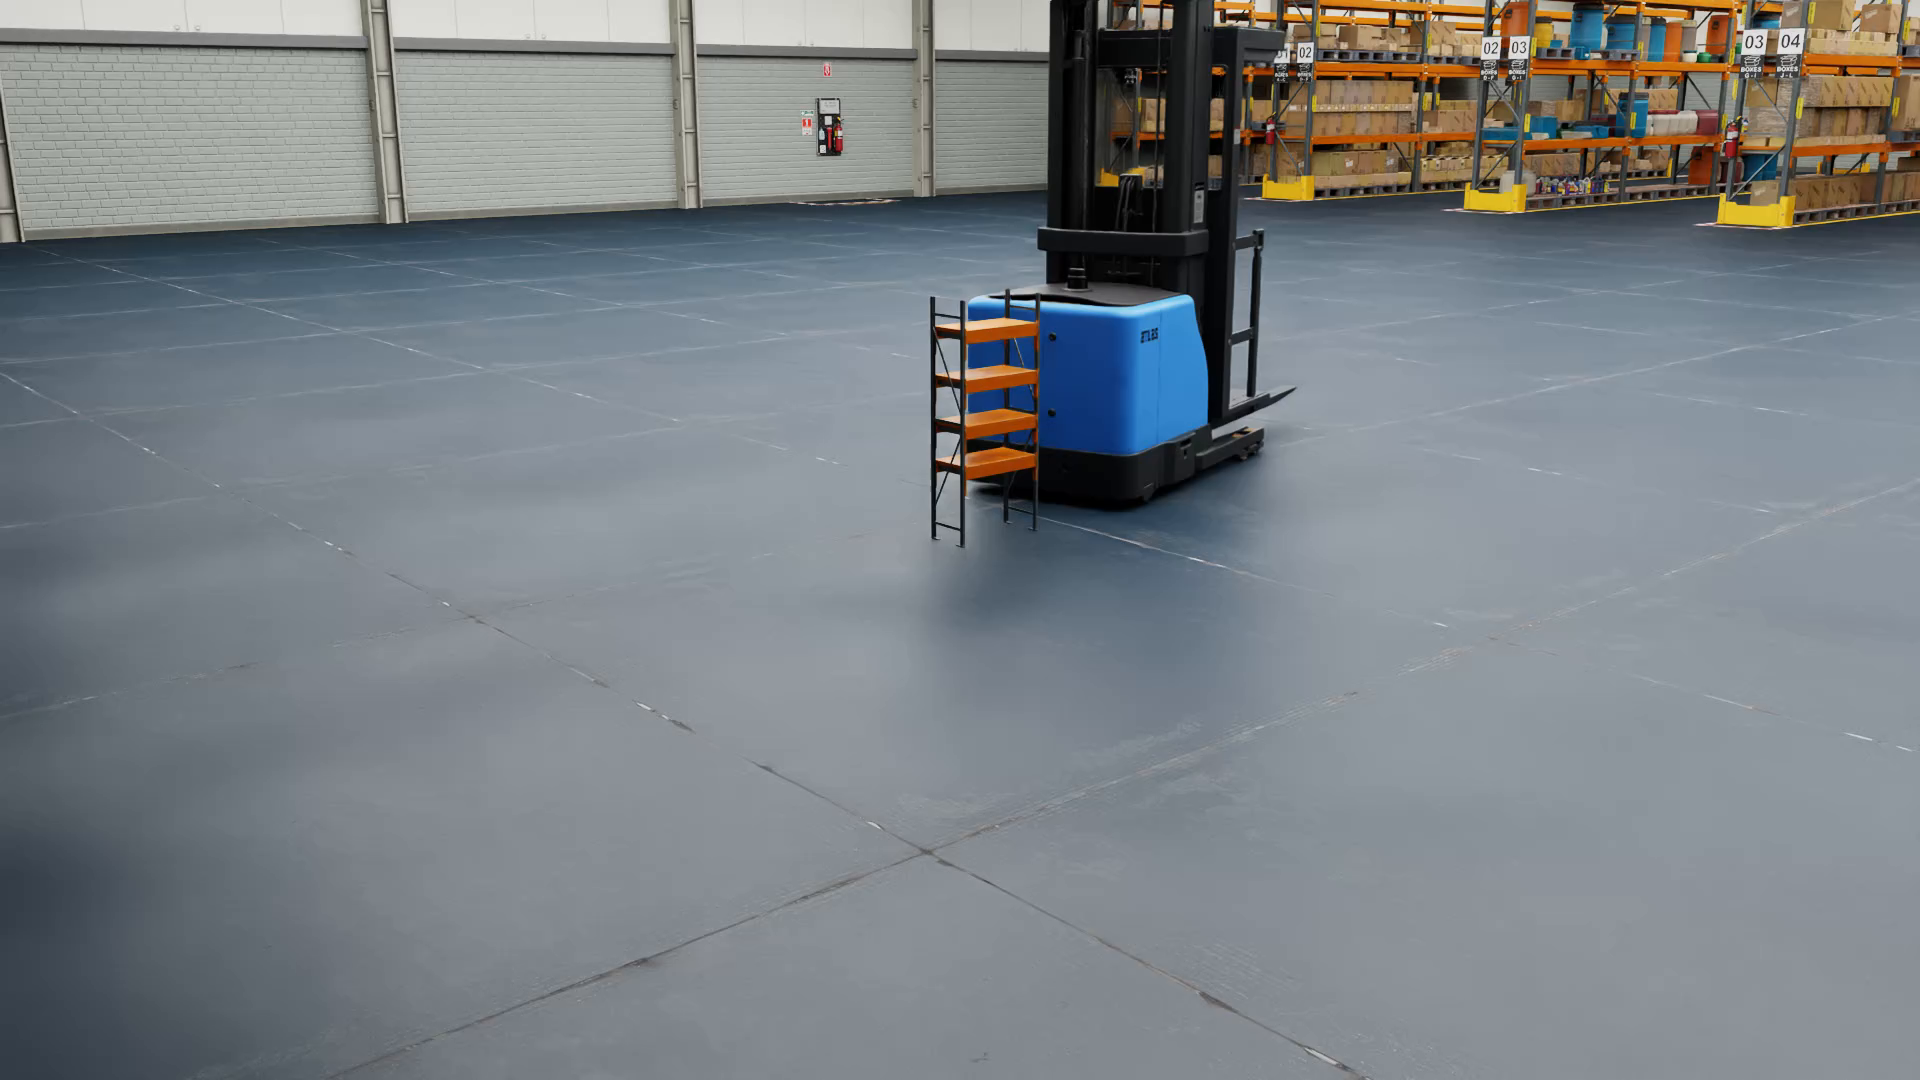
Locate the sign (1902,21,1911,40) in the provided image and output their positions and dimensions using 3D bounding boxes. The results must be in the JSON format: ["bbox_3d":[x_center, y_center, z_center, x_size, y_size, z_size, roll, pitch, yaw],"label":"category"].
[{"bbox_3d":[16.916,-9.108,29.723,0.005,0.325,0.100,-13,19,-39],"label":"sign"}]

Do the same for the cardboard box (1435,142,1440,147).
[{"bbox_3d":[13.821,-11.326,47.612,0.250,0.149,0.380,-13,20,-41],"label":"cardboard box"}]

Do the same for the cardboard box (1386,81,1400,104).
[{"bbox_3d":[9.343,-9.956,37.002,0.500,0.500,0.700,-13,20,-39],"label":"cardboard box"}]

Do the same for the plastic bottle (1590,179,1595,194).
[{"bbox_3d":[12.766,-7.145,33.597,0.133,0.283,0.061,-11,19,-36],"label":"plastic bottle"}]

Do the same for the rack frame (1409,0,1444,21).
[{"bbox_3d":[12.834,-14.660,45.697,0.127,3.000,1.000,-13,19,-39],"label":"rack frame"}]

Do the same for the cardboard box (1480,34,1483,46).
[{"bbox_3d":[14.706,-14.080,47.167,0.500,0.500,0.500,-14,20,-42],"label":"cardboard box"}]

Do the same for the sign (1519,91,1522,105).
[{"bbox_3d":[13.438,-10.573,39.775,0.005,0.325,0.100,-13,19,-39],"label":"sign"}]

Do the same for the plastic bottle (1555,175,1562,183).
[{"bbox_3d":[12.279,-7.323,34.133,0.185,0.351,0.144,-14,20,-42],"label":"plastic bottle"}]

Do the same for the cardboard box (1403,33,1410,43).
[{"bbox_3d":[12.084,-13.711,45.455,0.500,0.250,0.500,-11,18,-35],"label":"cardboard box"}]

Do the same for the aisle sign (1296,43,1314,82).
[{"bbox_3d":[7.188,-9.951,34.653,0.004,0.787,0.394,-13,19,-39],"label":"aisle sign"}]

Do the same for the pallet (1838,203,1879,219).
[{"bbox_3d":[16.071,-6.046,30.476,1.213,0.211,1.003,-13,19,-39],"label":"pallet"}]

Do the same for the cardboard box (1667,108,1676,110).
[{"bbox_3d":[18.947,-11.395,44.905,0.500,0.500,0.500,-12,19,-38],"label":"cardboard box"}]

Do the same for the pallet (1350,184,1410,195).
[{"bbox_3d":[9.427,-7.969,37.676,1.213,0.211,1.003,-13,19,-39],"label":"pallet"}]

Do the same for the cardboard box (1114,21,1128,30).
[{"bbox_3d":[3.936,-11.843,38.793,0.500,0.500,0.500,-12,19,-37],"label":"cardboard box"}]

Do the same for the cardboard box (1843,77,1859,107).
[{"bbox_3d":[15.262,-7.806,28.952,0.500,0.500,0.500,-13,19,-39],"label":"cardboard box"}]

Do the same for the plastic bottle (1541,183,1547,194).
[{"bbox_3d":[11.792,-7.097,33.578,0.097,0.201,0.097,0,15,0],"label":"plastic bottle"}]

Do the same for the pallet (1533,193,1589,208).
[{"bbox_3d":[11.848,-6.817,33.364,1.213,0.211,1.003,-13,19,-39],"label":"pallet"}]

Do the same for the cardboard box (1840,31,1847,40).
[{"bbox_3d":[14.900,-8.621,28.418,0.250,0.149,0.380,-14,20,-42],"label":"cardboard box"}]

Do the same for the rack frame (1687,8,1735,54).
[{"bbox_3d":[16.320,-12.054,35.940,0.127,3.000,1.000,-13,19,-39],"label":"rack frame"}]

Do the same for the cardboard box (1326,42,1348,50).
[{"bbox_3d":[8.040,-10.529,35.444,0.250,0.149,0.380,-13,19,-39],"label":"cardboard box"}]

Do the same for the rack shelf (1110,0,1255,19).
[{"bbox_3d":[5.291,-12.617,39.448,4.000,0.370,1.077,-13,19,-39],"label":"rack shelf"}]

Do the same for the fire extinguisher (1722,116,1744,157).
[{"bbox_3d":[13.148,-6.869,28.304,0.183,0.674,0.296,-13,19,-39],"label":"fire extinguisher"}]

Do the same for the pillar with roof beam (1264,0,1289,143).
[{"bbox_3d":[11.094,-13.093,39.829,0.400,9.000,9.100,-13,19,-39],"label":"pillar with roof beam"}]

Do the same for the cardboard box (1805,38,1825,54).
[{"bbox_3d":[14.070,-8.244,27.780,0.500,0.250,0.500,-12,19,-38],"label":"cardboard box"}]

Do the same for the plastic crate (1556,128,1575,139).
[{"bbox_3d":[12.093,-8.201,33.549,0.662,0.188,0.450,-13,19,-39],"label":"plastic crate"}]

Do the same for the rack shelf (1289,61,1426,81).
[{"bbox_3d":[8.545,-10.206,36.227,4.000,0.370,1.077,-13,19,-39],"label":"rack shelf"}]

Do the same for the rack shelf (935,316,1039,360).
[{"bbox_3d":[0.125,-0.987,8.099,0.480,0.148,0.258,-13,19,-39],"label":"rack shelf"}]

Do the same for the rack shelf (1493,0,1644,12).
[{"bbox_3d":[11.794,-10.497,32.279,4.000,0.370,1.077,-13,19,-39],"label":"rack shelf"}]

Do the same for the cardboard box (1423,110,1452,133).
[{"bbox_3d":[11.041,-9.708,38.586,0.500,0.500,0.500,-11,18,-35],"label":"cardboard box"}]

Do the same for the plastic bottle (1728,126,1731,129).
[{"bbox_3d":[17.038,-9.101,36.894,0.097,0.201,0.097,0,15,0],"label":"plastic bottle"}]

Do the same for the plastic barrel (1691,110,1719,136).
[{"bbox_3d":[16.169,-9.084,36.181,0.708,0.536,0.600,-13,19,-39],"label":"plastic barrel"}]

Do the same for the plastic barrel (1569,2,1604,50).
[{"bbox_3d":[12.482,-10.225,33.118,0.708,0.901,0.600,-13,19,-39],"label":"plastic barrel"}]

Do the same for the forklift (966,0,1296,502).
[{"bbox_3d":[1.213,-1.950,9.869,1.130,2.935,3.031,9,17,30],"label":"forklift"}]

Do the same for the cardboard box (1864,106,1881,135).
[{"bbox_3d":[16.174,-7.642,30.276,0.500,0.500,0.875,-13,19,-39],"label":"cardboard box"}]

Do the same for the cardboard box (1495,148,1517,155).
[{"bbox_3d":[13.663,-9.702,41.299,0.500,0.250,0.500,-12,19,-37],"label":"cardboard box"}]

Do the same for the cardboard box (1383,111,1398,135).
[{"bbox_3d":[9.330,-9.324,37.152,0.500,0.500,0.700,-13,20,-40],"label":"cardboard box"}]

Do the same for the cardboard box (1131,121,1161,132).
[{"bbox_3d":[4.358,-9.687,38.956,0.500,0.250,0.500,-13,20,-41],"label":"cardboard box"}]

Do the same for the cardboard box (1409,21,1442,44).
[{"bbox_3d":[10.545,-11.482,37.634,0.500,0.500,0.500,-12,19,-39],"label":"cardboard box"}]

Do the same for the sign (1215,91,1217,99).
[{"bbox_3d":[6.432,-11.074,41.651,0.005,0.325,0.100,-13,19,-39],"label":"sign"}]

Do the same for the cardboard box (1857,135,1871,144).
[{"bbox_3d":[16.047,-7.164,29.743,0.250,0.149,0.380,-13,19,-39],"label":"cardboard box"}]

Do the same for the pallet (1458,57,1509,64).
[{"bbox_3d":[12.618,-11.346,39.468,1.003,0.211,1.213,-12,19,-37],"label":"pallet"}]

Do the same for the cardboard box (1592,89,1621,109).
[{"bbox_3d":[16.629,-11.355,42.815,0.500,0.500,0.500,-12,19,-38],"label":"cardboard box"}]

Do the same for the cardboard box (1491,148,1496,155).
[{"bbox_3d":[15.390,-11.297,48.760,0.500,0.500,0.700,-13,19,-39],"label":"cardboard box"}]

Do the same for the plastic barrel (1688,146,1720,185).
[{"bbox_3d":[16.678,-8.396,37.263,0.708,0.830,0.600,-13,19,-39],"label":"plastic barrel"}]

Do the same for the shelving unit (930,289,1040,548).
[{"bbox_3d":[0.125,-0.608,8.200,0.503,1.200,0.258,-13,19,-39],"label":"shelving unit"}]

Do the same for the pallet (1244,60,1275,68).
[{"bbox_3d":[7.335,-11.849,41.349,1.003,0.211,1.213,-13,19,-39],"label":"pallet"}]

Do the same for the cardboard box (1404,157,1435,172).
[{"bbox_3d":[10.529,-8.610,38.099,0.500,0.311,0.500,-13,19,-39],"label":"cardboard box"}]

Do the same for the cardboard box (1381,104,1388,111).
[{"bbox_3d":[9.221,-9.545,36.721,0.250,0.149,0.380,-13,20,-40],"label":"cardboard box"}]

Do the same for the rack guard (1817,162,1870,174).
[{"bbox_3d":[22.365,-9.310,42.135,0.348,0.500,1.175,-13,19,-39],"label":"rack guard"}]

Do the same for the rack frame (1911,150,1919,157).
[{"bbox_3d":[19.572,-8.191,33.104,0.127,3.000,1.000,-13,19,-39],"label":"rack frame"}]
